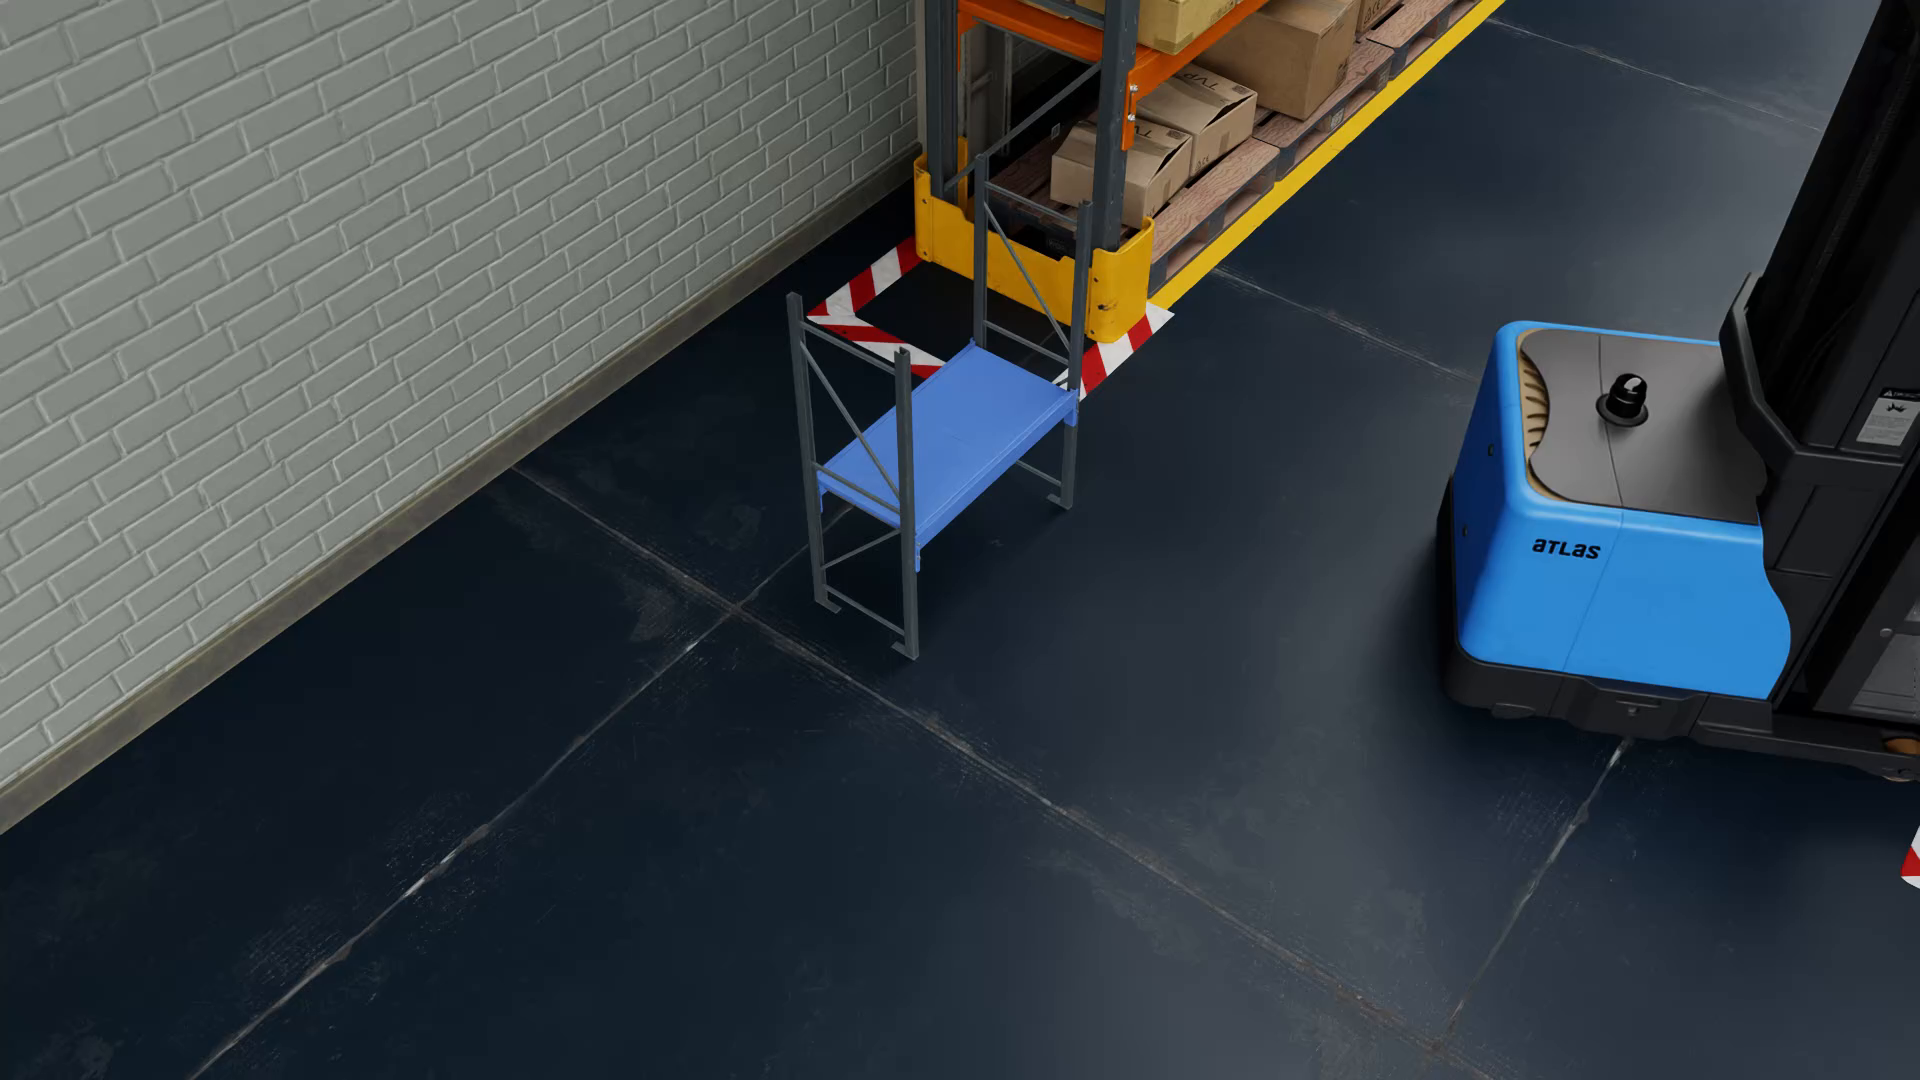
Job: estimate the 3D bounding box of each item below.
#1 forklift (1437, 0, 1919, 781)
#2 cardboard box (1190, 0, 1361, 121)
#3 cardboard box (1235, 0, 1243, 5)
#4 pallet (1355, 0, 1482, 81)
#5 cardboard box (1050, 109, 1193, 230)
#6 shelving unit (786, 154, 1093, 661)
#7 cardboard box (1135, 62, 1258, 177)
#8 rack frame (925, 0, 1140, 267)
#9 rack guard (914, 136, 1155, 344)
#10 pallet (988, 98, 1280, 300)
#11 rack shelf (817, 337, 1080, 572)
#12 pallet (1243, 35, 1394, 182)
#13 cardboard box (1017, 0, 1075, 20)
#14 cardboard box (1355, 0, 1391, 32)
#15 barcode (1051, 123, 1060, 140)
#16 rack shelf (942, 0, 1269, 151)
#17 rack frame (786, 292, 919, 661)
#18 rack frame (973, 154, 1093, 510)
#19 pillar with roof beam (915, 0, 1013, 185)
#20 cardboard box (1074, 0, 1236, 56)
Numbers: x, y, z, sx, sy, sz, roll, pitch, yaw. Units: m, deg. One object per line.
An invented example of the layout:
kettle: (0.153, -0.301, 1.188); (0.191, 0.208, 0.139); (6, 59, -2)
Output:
forklift: (3.344, -0.546, 5.245); (3.031, 2.935, 1.130); (7, 47, 7)
cardboard box: (1.610, -2.598, 8.581); (0.700, 0.500, 0.500); (26, 52, 23)
cardboard box: (1.135, -2.626, 7.274); (0.500, 0.250, 0.500); (28, 52, 24)
pallet: (2.342, -3.155, 9.618); (1.003, 0.211, 1.213); (29, 53, 25)
cardboard box: (0.773, -1.808, 7.958); (0.500, 0.311, 0.500); (24, 51, 21)
shelving unit: (-0.052, -0.469, 6.161); (0.538, 1.500, 1.048); (29, 53, 25)
cardboard box: (1.122, -2.135, 8.270); (0.500, 0.311, 0.500); (34, 55, 28)
rack frame: (0.279, -2.229, 6.805); (1.000, 3.000, 0.127); (29, 53, 25)
rack guard: (0.325, -1.409, 7.750); (1.175, 0.500, 0.348); (29, 53, 25)
pallet: (0.850, -1.759, 8.284); (1.003, 0.211, 1.213); (29, 53, 25)
rack shelf: (-0.052, -0.345, 6.291); (0.538, 0.185, 1.000); (29, 53, 25)
pallet: (1.596, -2.454, 8.948); (1.003, 0.211, 1.213); (29, 53, 25)
cardboard box: (0.411, -2.537, 7.189); (0.500, 0.250, 0.500); (30, 53, 25)
cardboard box: (2.122, -3.195, 9.152); (0.500, 0.500, 0.500); (25, 51, 22)
barcode: (0.468, -1.999, 8.134); (0.001, 0.075, 0.075); (29, 53, 25)
rack shelf: (1.502, -3.125, 8.158); (1.077, 0.370, 4.000); (29, 53, 25)
rack frame: (-0.363, -0.178, 5.883); (0.500, 1.500, 0.032); (29, 53, 25)
rack frame: (0.259, -0.760, 6.439); (0.500, 1.500, 0.032); (29, 53, 25)
pillar with roof beam: (3.429, -3.181, 3.565); (9.100, 9.000, 0.400); (29, 53, 25)
cardboard box: (0.828, -2.323, 6.985); (0.500, 0.250, 0.500); (28, 52, 24)
